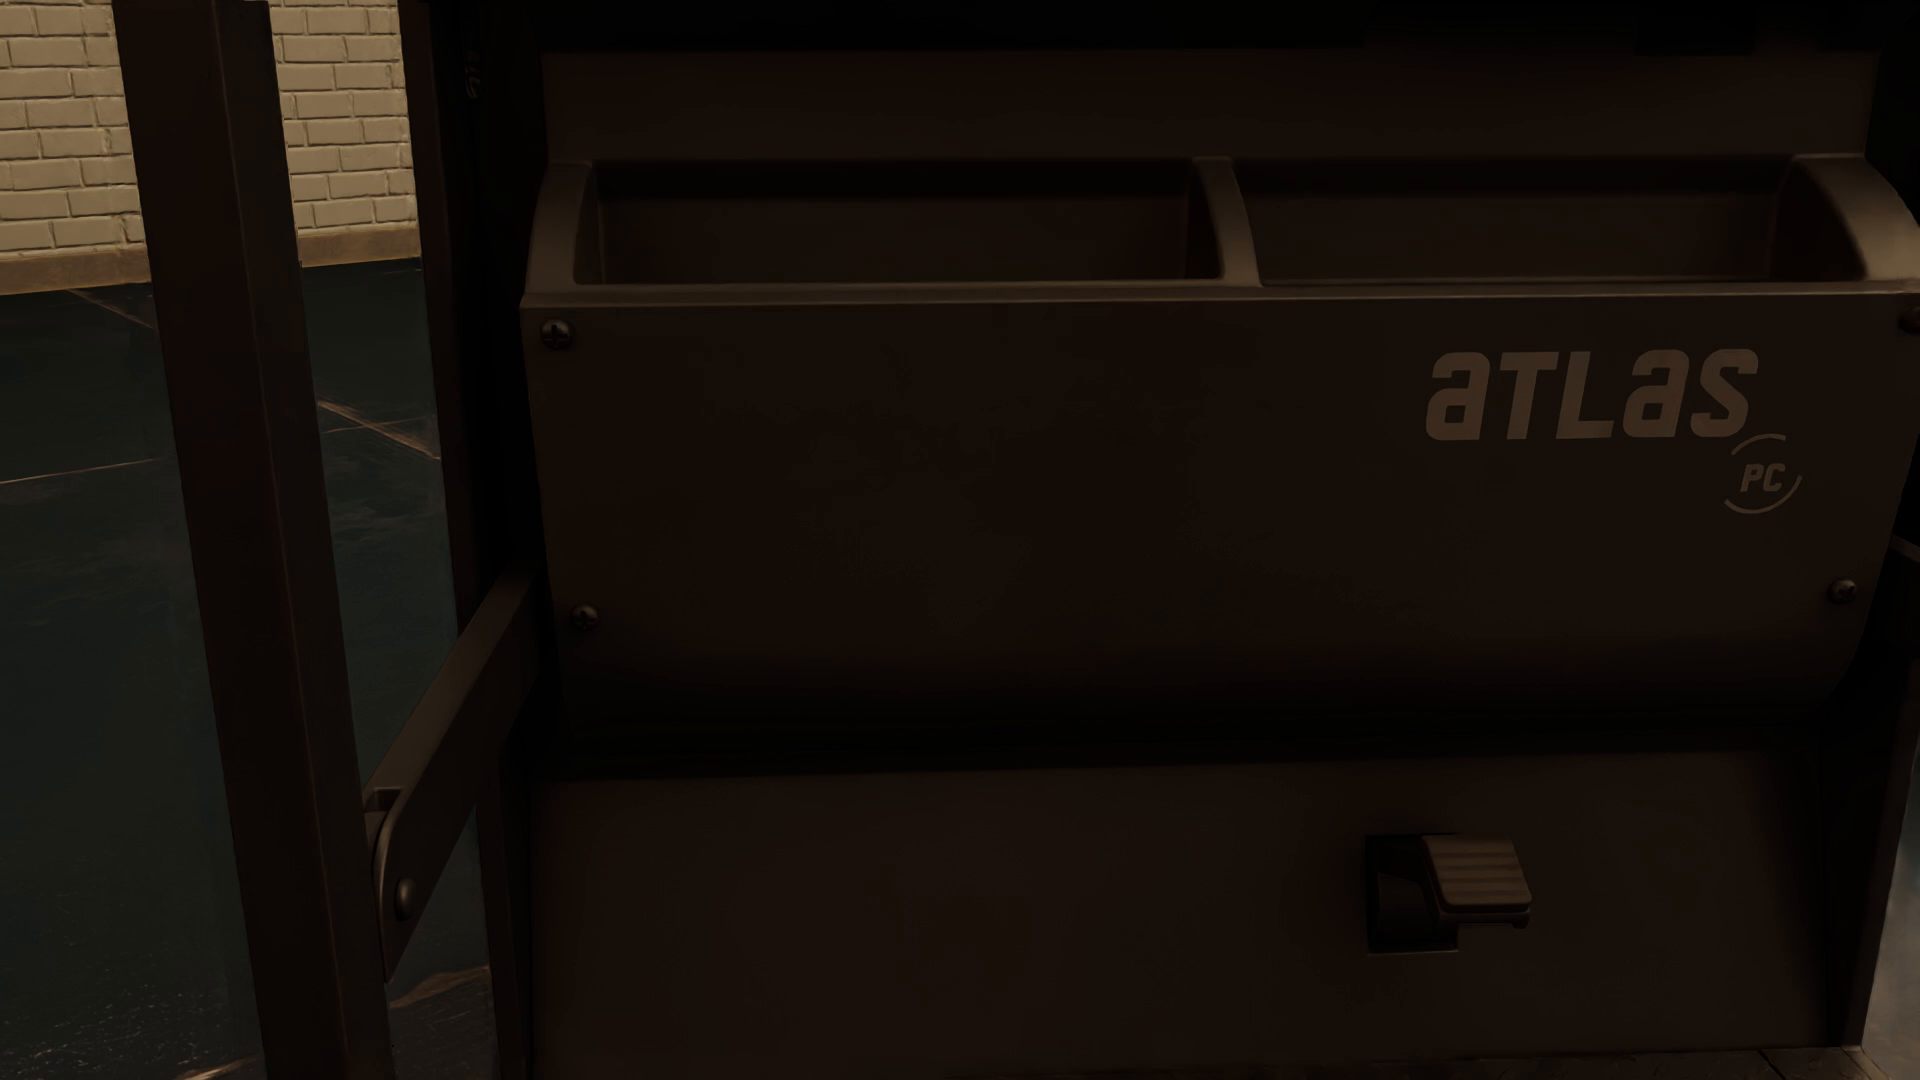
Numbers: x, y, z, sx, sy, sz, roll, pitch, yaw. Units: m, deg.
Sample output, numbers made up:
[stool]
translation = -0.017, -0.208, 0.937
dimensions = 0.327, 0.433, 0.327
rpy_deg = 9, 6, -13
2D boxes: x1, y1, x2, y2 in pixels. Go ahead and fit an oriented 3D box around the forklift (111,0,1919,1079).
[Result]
[forklift]
translation = 0.200, -0.578, 0.787
dimensions = 1.130, 2.935, 3.031
rpy_deg = -1, 17, -3
